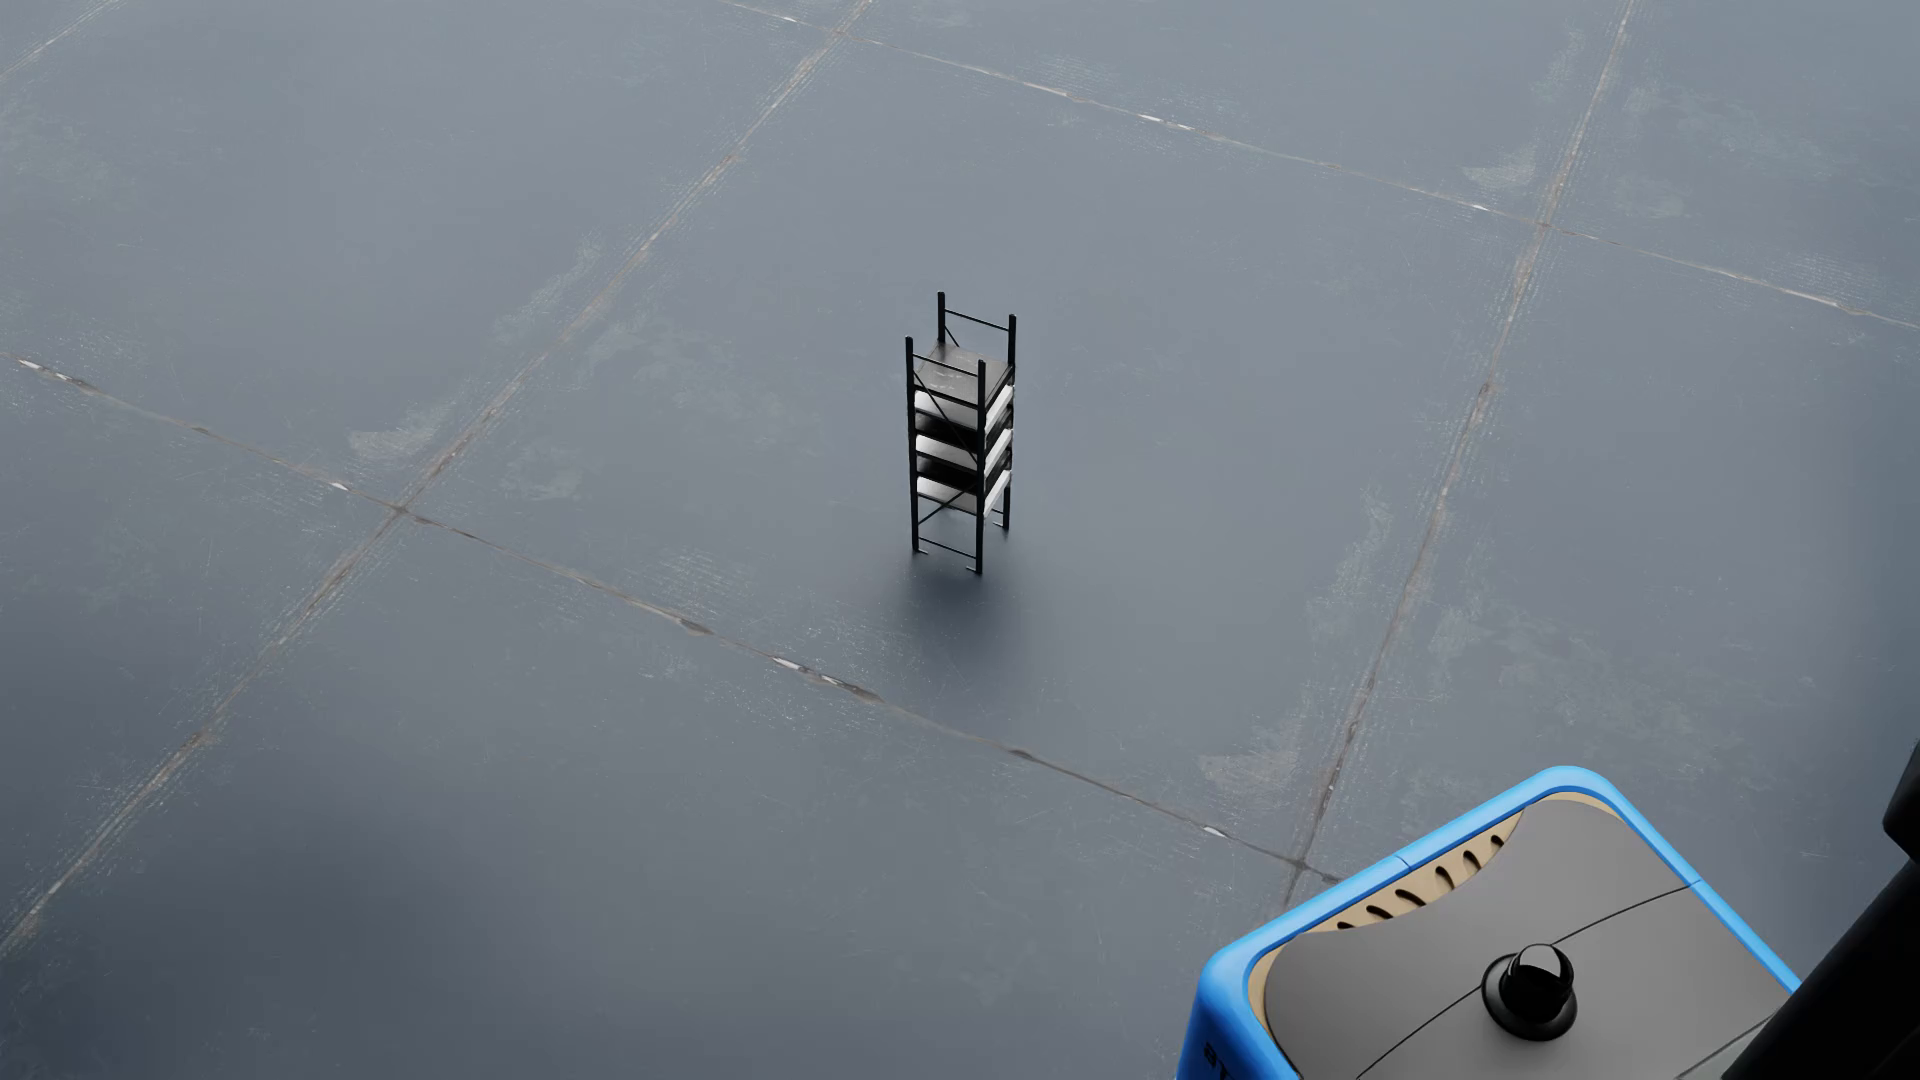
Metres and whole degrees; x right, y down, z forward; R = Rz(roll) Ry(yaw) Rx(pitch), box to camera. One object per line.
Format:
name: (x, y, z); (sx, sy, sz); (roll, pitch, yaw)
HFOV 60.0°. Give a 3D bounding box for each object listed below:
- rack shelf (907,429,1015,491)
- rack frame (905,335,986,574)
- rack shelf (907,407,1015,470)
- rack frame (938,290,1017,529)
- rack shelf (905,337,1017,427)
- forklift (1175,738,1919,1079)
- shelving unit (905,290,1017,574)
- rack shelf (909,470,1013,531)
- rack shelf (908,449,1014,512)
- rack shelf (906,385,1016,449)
rack shelf: (0.003, -0.276, 4.937); (0.258, 0.077, 0.200); (20, 52, 16)
rack frame: (-0.040, -0.227, 4.852); (0.240, 0.900, 0.006); (20, 52, 16)
rack shelf: (0.003, -0.334, 4.869); (0.258, 0.077, 0.200); (20, 52, 16)
rack frame: (0.047, -0.367, 4.972); (0.240, 0.900, 0.006); (20, 52, 16)
rack shelf: (0.003, -0.451, 4.732); (0.258, 0.077, 0.200); (20, 52, 16)
forklift: (1.603, 1.353, 2.175); (1.130, 2.935, 3.031); (-23, 53, -19)
shelving unit: (0.003, -0.297, 4.912); (0.258, 0.900, 0.210); (20, 52, 16)
rack shelf: (0.003, -0.159, 5.075); (0.258, 0.077, 0.200); (20, 52, 16)
rack shelf: (0.003, -0.217, 5.006); (0.258, 0.077, 0.200); (20, 52, 16)
rack shelf: (0.003, -0.392, 4.800); (0.258, 0.077, 0.200); (20, 52, 16)
